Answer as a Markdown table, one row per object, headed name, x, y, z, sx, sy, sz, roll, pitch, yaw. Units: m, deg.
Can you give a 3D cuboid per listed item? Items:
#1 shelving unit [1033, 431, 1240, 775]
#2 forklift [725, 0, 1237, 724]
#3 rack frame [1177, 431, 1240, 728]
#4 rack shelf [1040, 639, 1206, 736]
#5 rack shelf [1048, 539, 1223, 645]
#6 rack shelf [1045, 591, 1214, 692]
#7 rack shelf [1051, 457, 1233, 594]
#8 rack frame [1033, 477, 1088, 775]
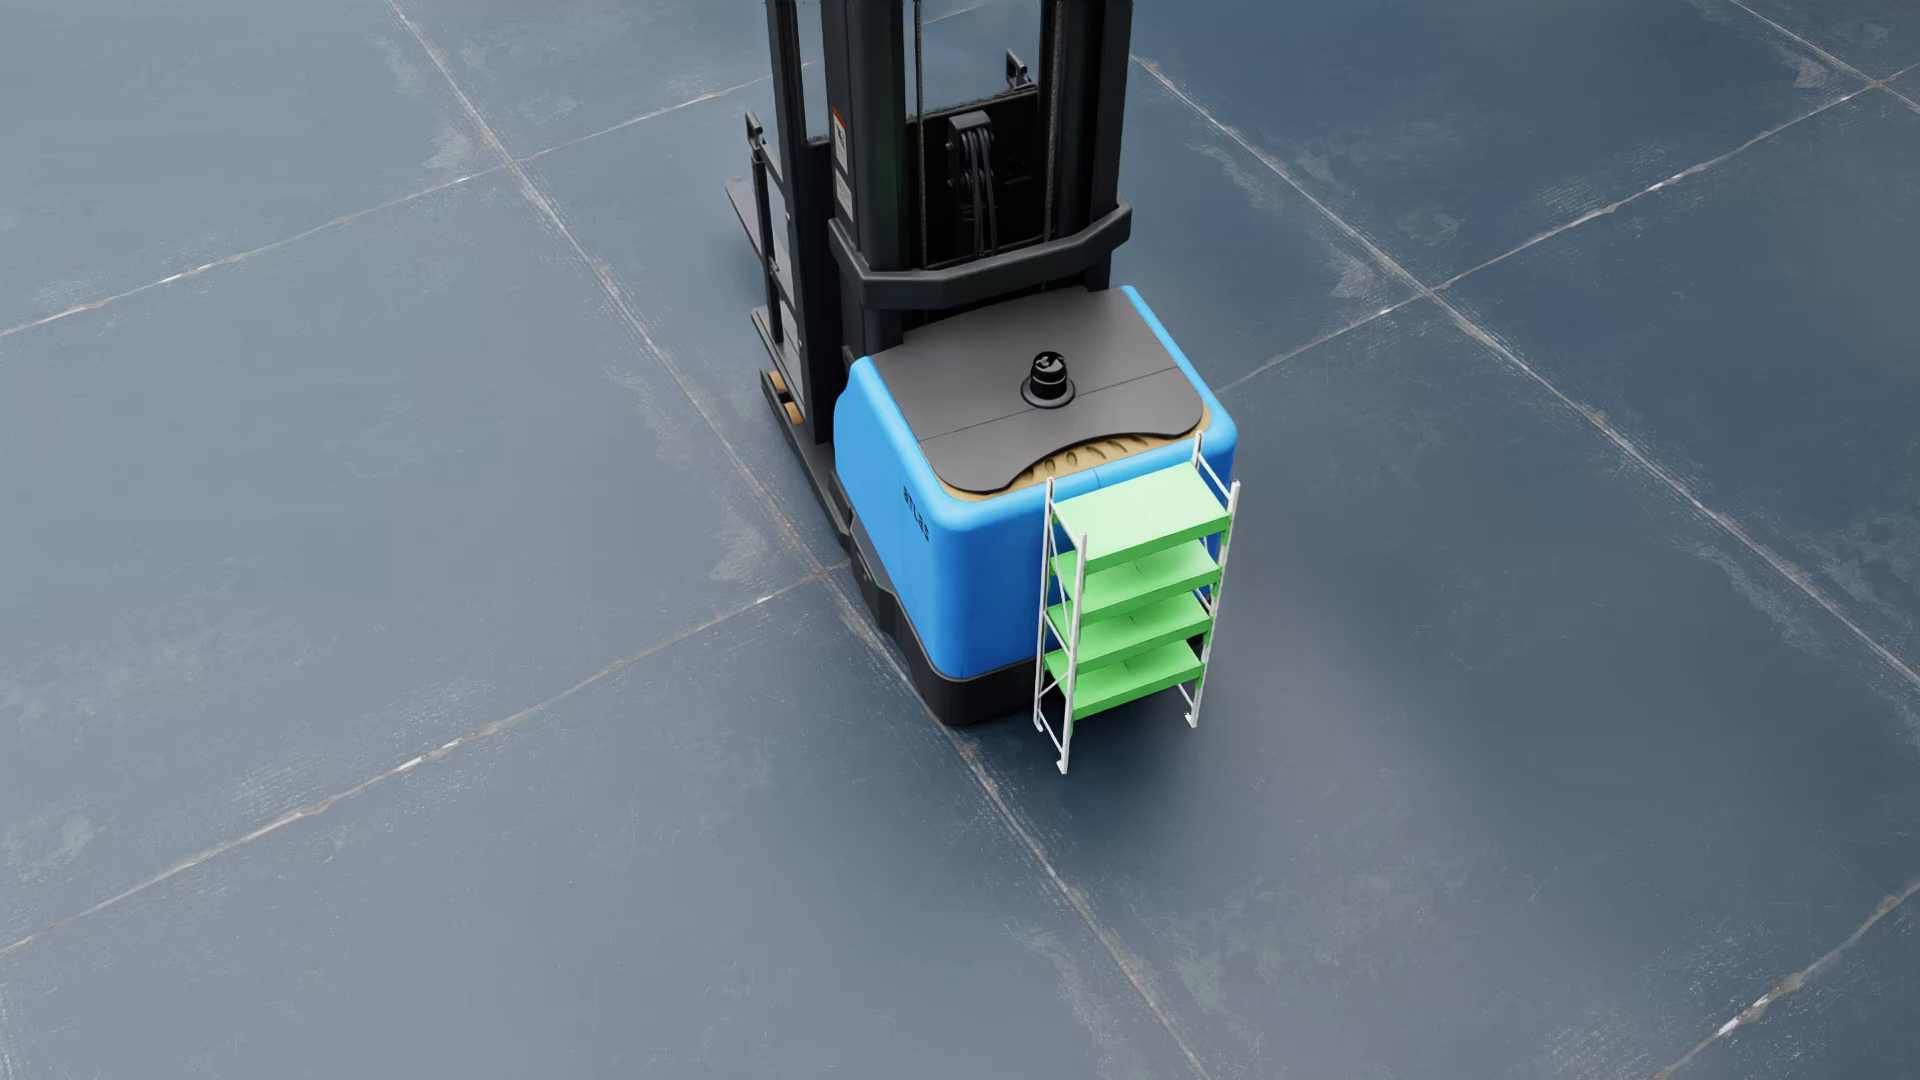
| name | x | y | z | sx | sy | sz | roll | pitch | yaw |
| --- | --- | --- | --- | --- | --- | --- | --- | --- | --- |
| shelving unit | 0.529 | 0.230 | 5.242 | 0.503 | 1.200 | 0.258 | -18 | 51 | -15 |
| forklift | -0.151 | -1.476 | 5.602 | 1.130 | 2.935 | 3.031 | -17 | 51 | -15 |
| rack frame | 0.754 | 0.159 | 5.305 | 0.015 | 1.200 | 0.240 | -18 | 51 | -15 |
| rack shelf | 0.529 | 0.432 | 5.469 | 0.480 | 0.148 | 0.258 | -18 | 51 | -15 |
| rack shelf | 0.529 | 0.113 | 5.110 | 0.480 | 0.148 | 0.258 | -18 | 51 | -15 |
| rack shelf | 0.529 | 0.273 | 5.289 | 0.480 | 0.148 | 0.258 | -18 | 51 | -15 |
| rack shelf | 0.529 | -0.047 | 4.931 | 0.480 | 0.148 | 0.258 | -18 | 51 | -15 |
| rack frame | 0.305 | 0.301 | 5.178 | 0.015 | 1.200 | 0.240 | -18 | 51 | -15 |
